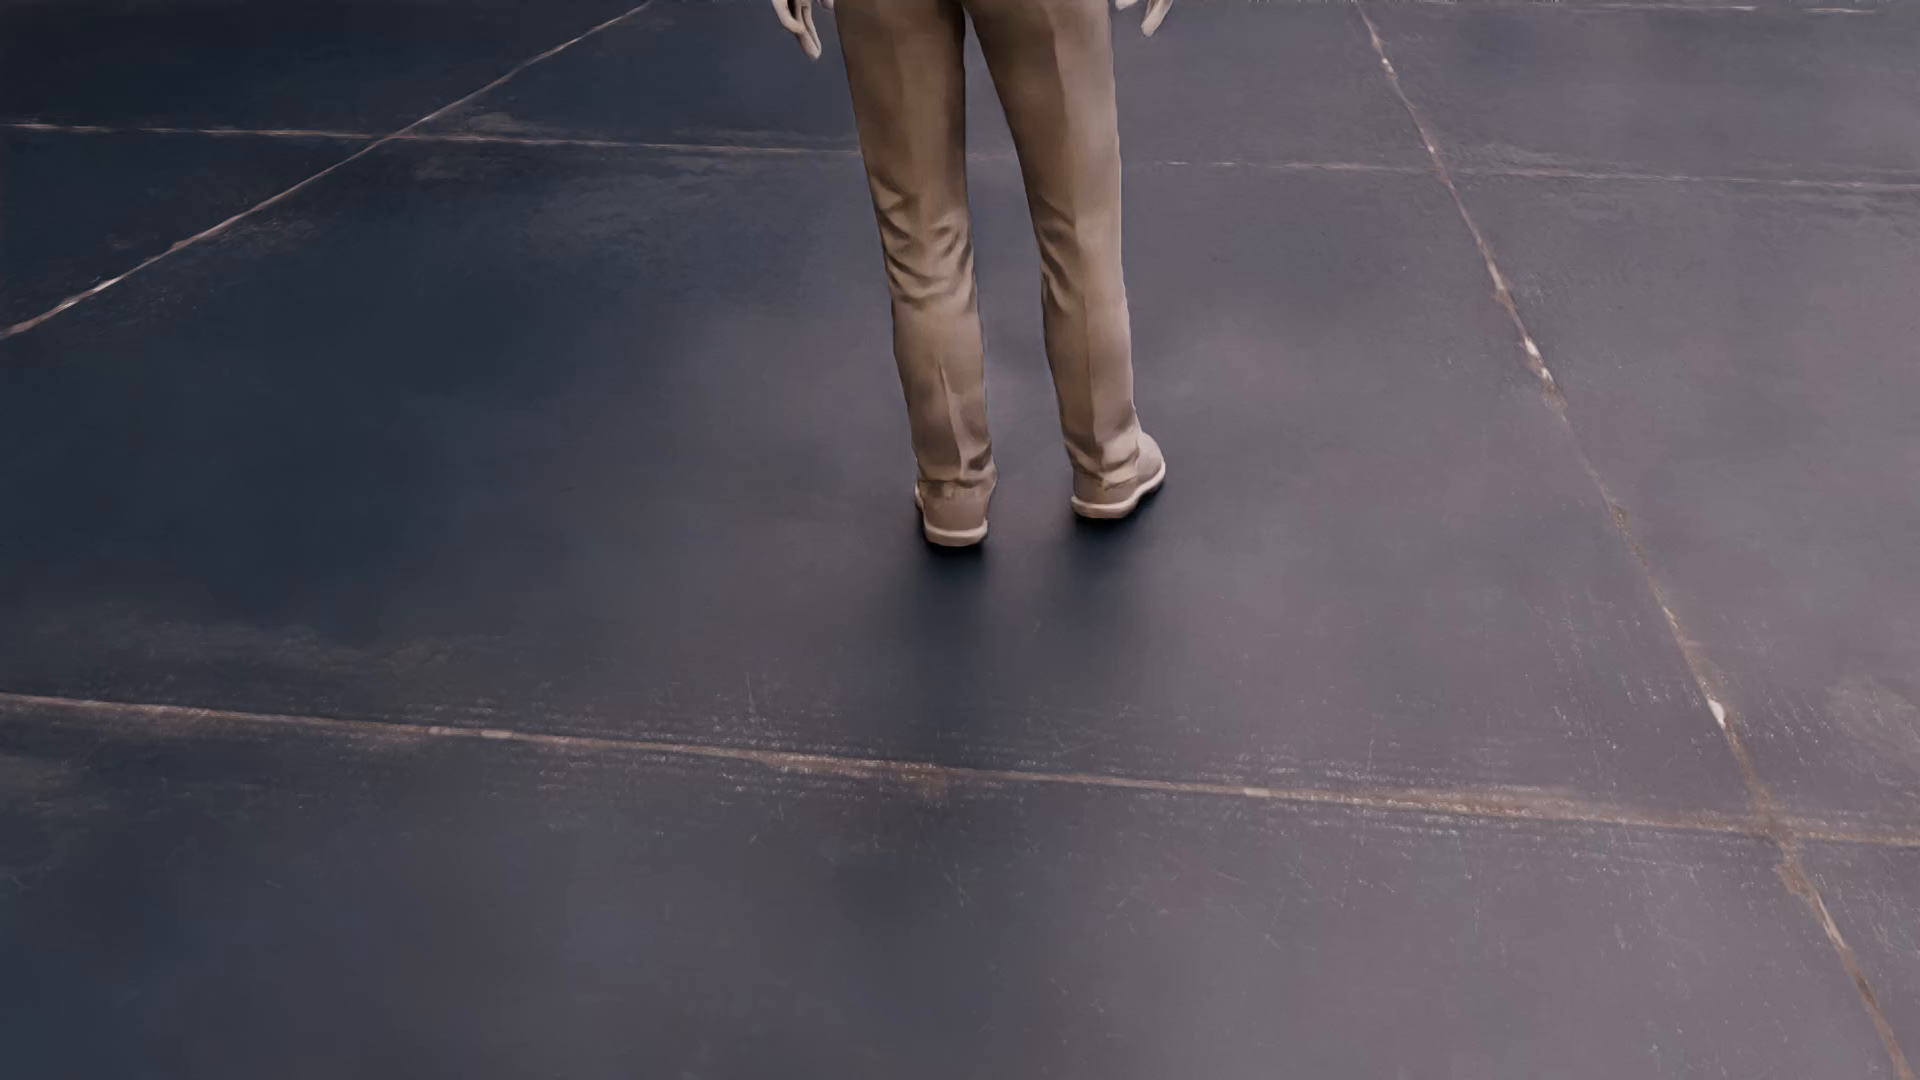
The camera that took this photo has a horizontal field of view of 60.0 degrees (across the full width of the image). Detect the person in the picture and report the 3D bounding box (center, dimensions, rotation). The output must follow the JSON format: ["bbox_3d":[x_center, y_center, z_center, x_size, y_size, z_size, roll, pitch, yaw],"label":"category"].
[{"bbox_3d":[0.016,-0.794,2.178,0.586,1.695,0.532,3,27,7],"label":"person"}]
